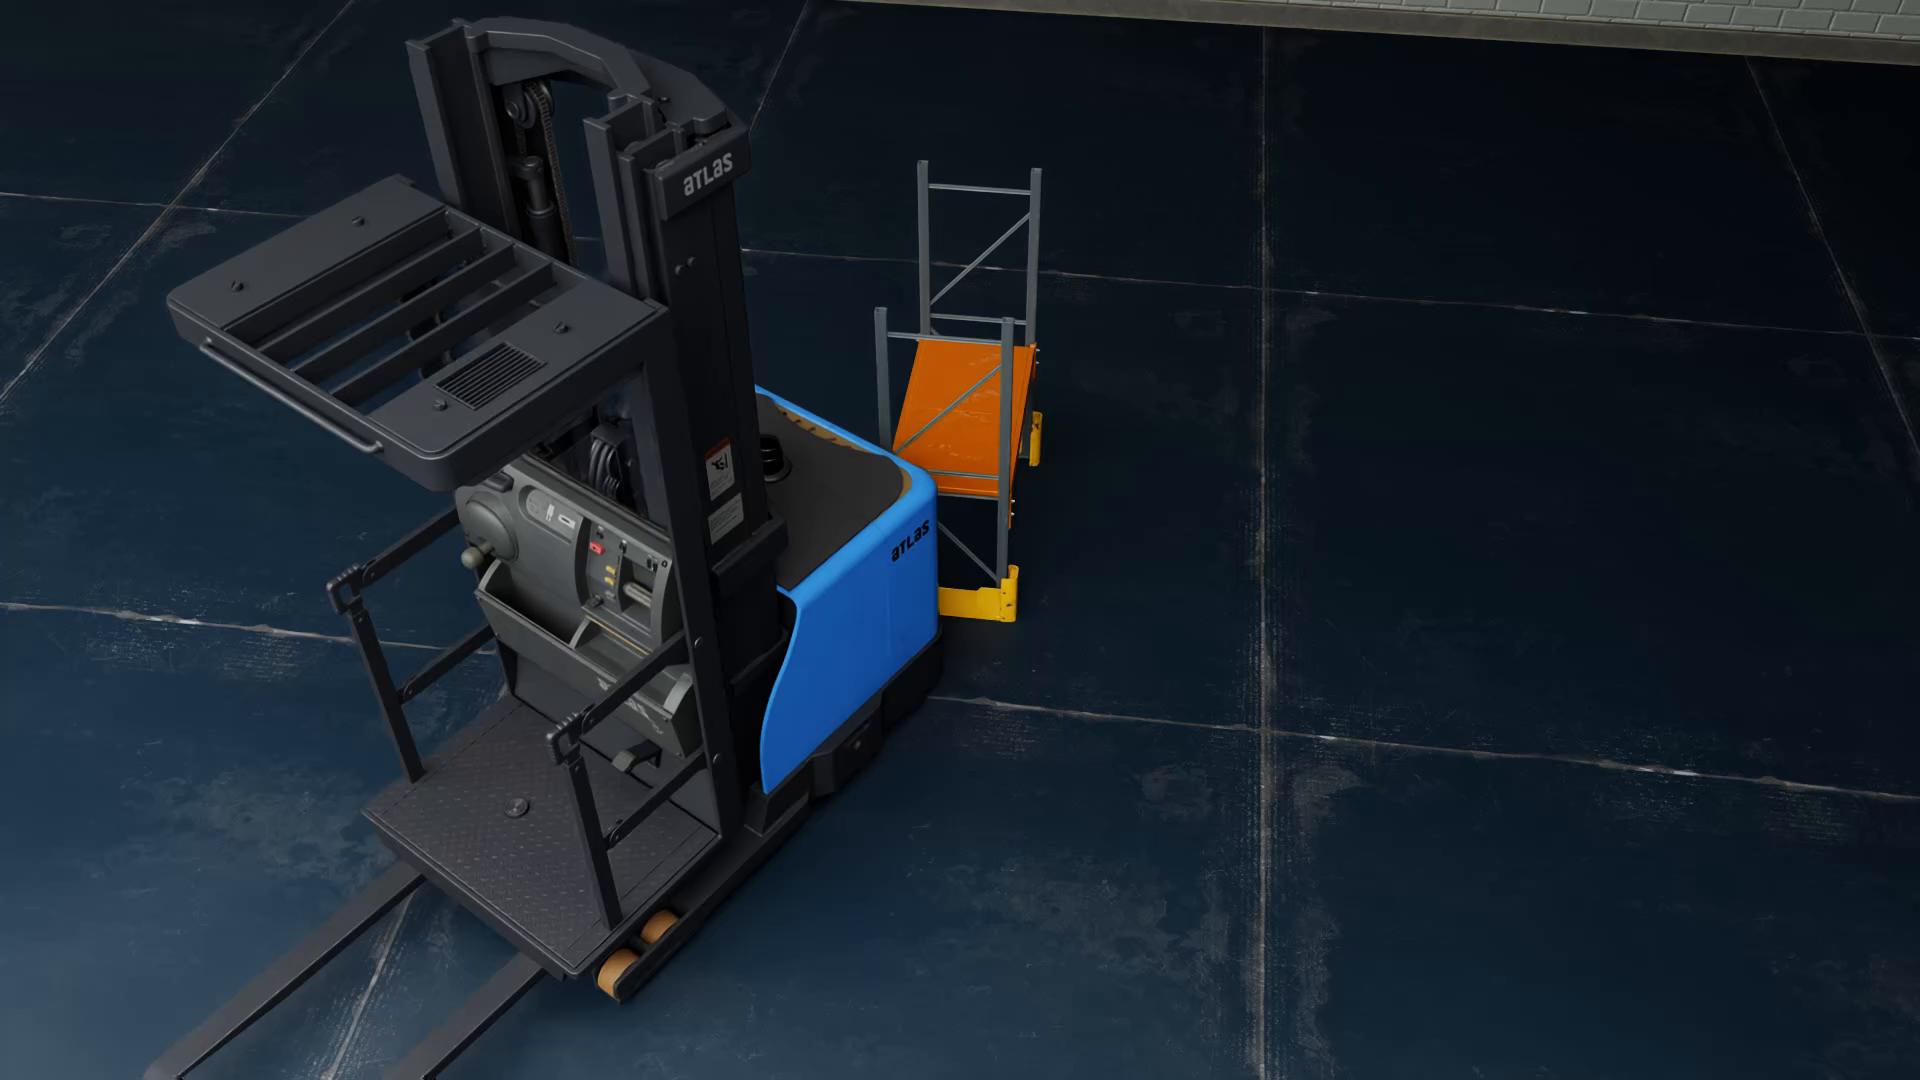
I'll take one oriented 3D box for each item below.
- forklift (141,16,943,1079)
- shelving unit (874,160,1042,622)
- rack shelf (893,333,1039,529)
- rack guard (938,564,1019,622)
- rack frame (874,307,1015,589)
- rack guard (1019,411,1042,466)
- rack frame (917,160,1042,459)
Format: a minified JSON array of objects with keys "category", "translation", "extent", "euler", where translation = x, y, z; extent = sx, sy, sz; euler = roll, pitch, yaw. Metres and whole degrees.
[{"category":"forklift","translation":[-1.361,0.093,5.020],"extent":[1.130,2.935,3.031],"euler":[28,50,26]},{"category":"shelving unit","translation":[0.010,-0.597,6.789],"extent":[0.587,1.500,1.083],"euler":[5,44,6]},{"category":"rack shelf","translation":[0.011,-0.472,6.919],"extent":[0.538,0.185,1.000],"euler":[5,44,6]},{"category":"rack guard","translation":[-0.056,0.197,6.860],"extent":[0.587,0.250,0.087],"euler":[5,44,6]},{"category":"rack frame","translation":[-0.056,-0.256,6.430],"extent":[0.500,1.500,0.032],"euler":[5,44,6]},{"category":"rack guard","translation":[0.076,-0.482,7.577],"extent":[0.587,0.250,0.087],"euler":[5,44,6]},{"category":"rack frame","translation":[0.078,-0.949,7.162],"extent":[0.500,1.500,0.032],"euler":[5,44,6]}]
